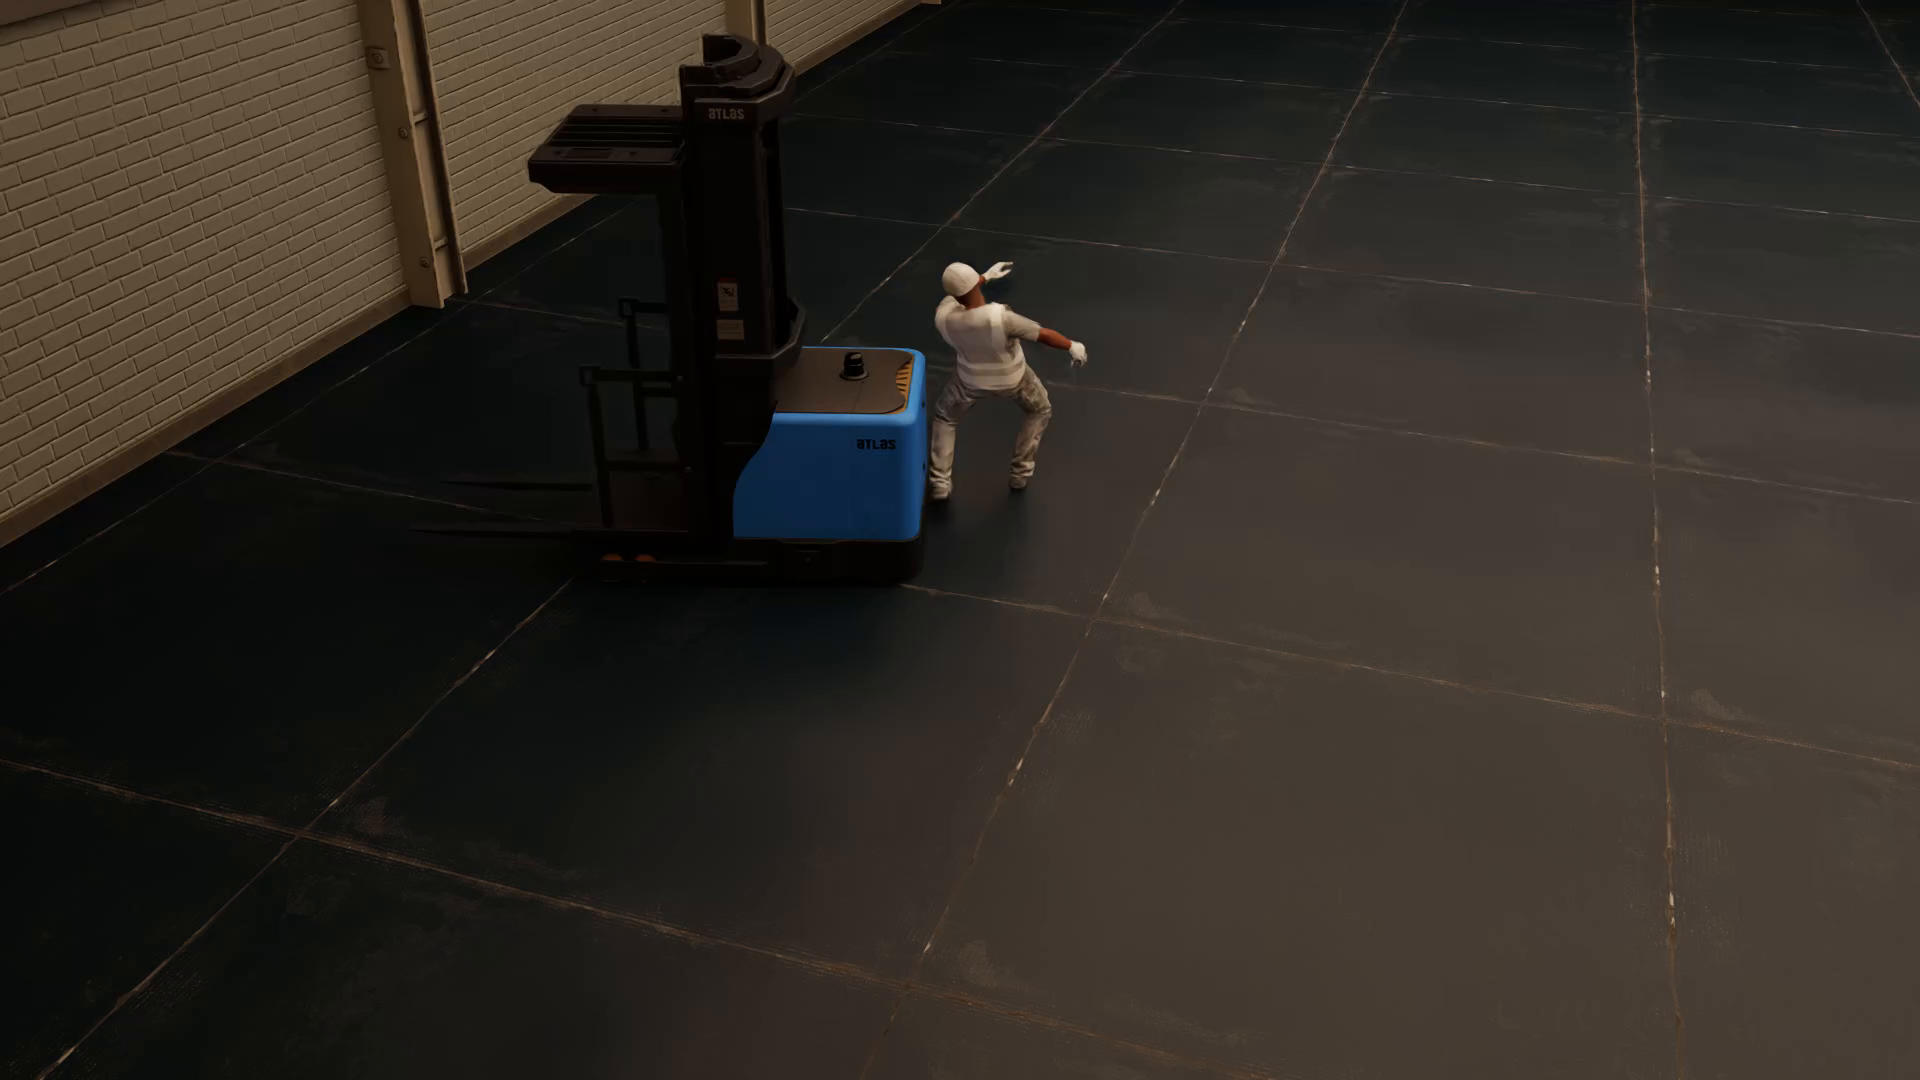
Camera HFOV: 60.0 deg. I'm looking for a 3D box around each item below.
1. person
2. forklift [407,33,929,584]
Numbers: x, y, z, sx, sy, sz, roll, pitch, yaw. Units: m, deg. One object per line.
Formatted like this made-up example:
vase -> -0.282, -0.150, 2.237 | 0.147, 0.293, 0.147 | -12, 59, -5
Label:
person -> 0.293, -1.029, 10.291 | 0.977, 1.575, 0.839 | 2, 30, 4
forklift -> -1.723, -1.281, 9.384 | 3.031, 2.935, 1.130 | 1, 30, 2
